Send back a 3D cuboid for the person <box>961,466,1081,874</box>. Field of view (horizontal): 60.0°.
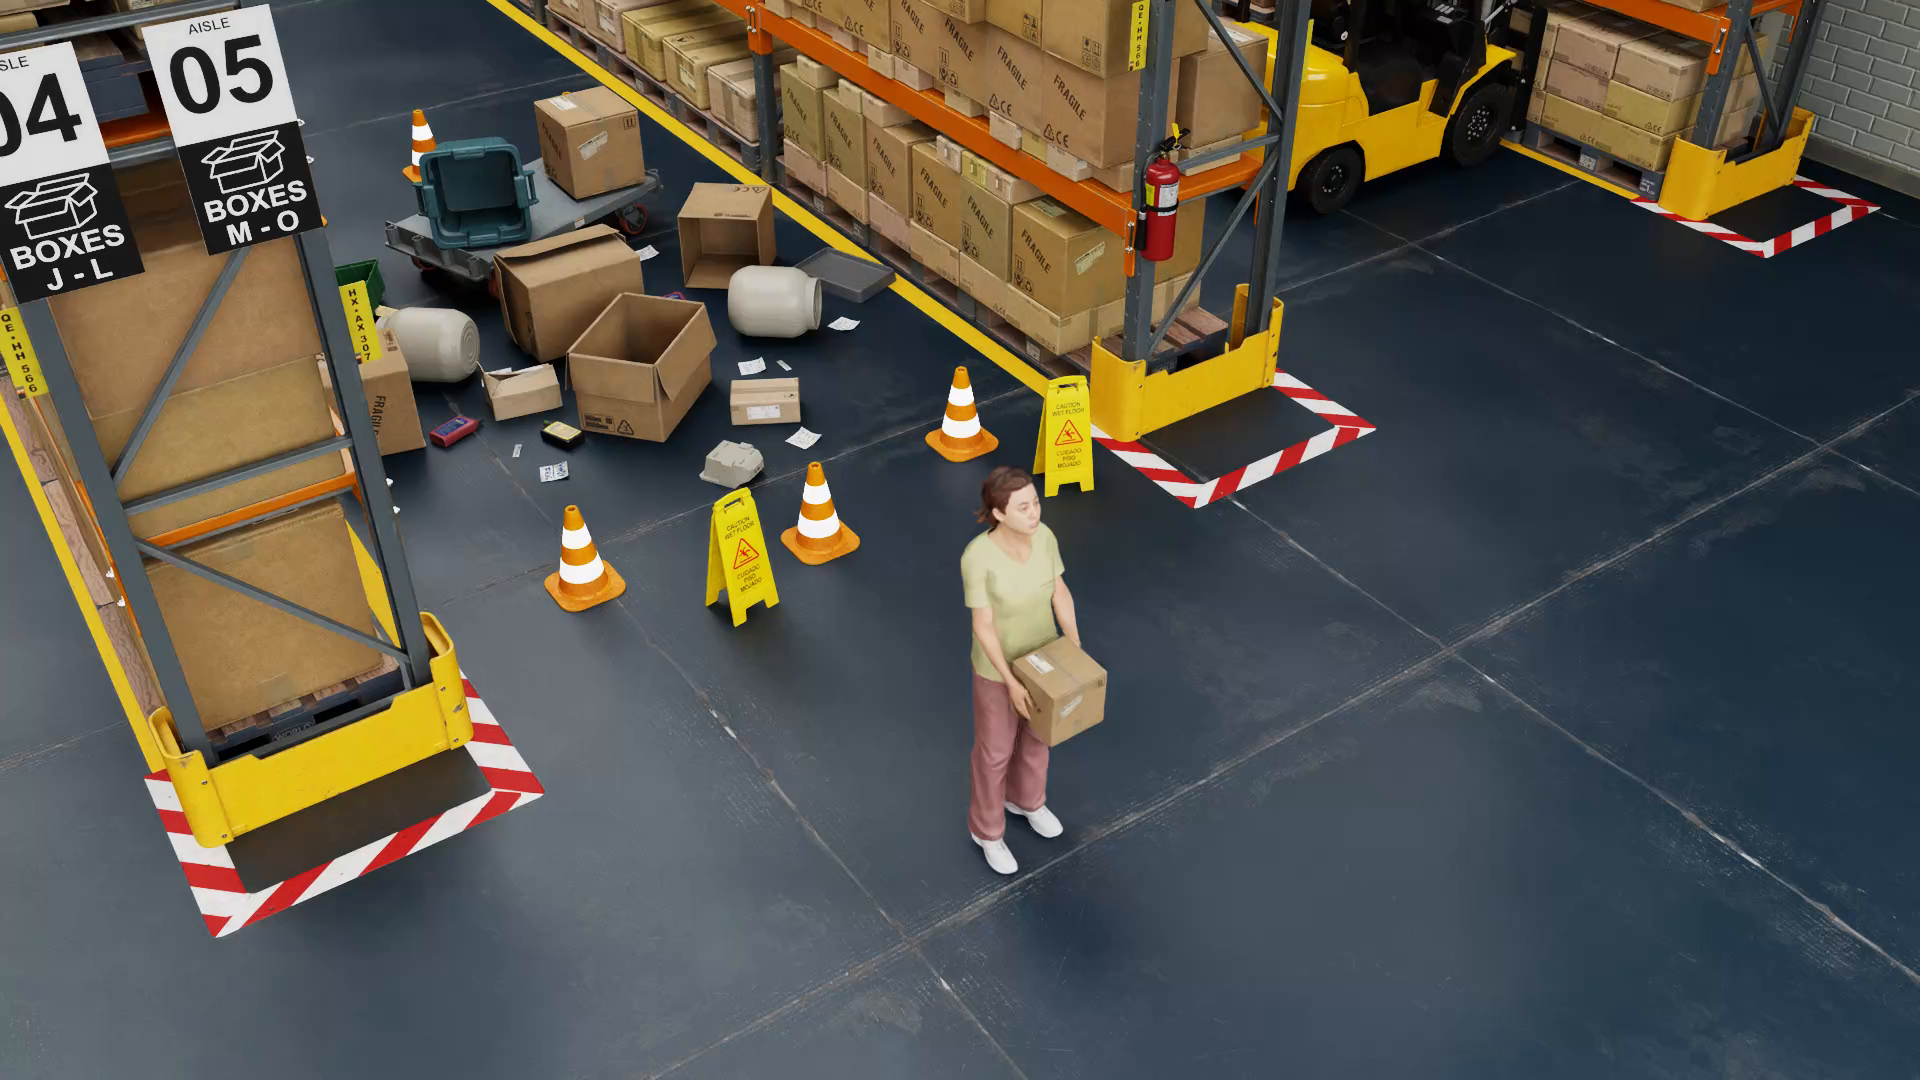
[{"bbox_3d":[0.227,0.480,6.352,0.477,1.677,0.489,-24,43,-28],"label":"person"}]
